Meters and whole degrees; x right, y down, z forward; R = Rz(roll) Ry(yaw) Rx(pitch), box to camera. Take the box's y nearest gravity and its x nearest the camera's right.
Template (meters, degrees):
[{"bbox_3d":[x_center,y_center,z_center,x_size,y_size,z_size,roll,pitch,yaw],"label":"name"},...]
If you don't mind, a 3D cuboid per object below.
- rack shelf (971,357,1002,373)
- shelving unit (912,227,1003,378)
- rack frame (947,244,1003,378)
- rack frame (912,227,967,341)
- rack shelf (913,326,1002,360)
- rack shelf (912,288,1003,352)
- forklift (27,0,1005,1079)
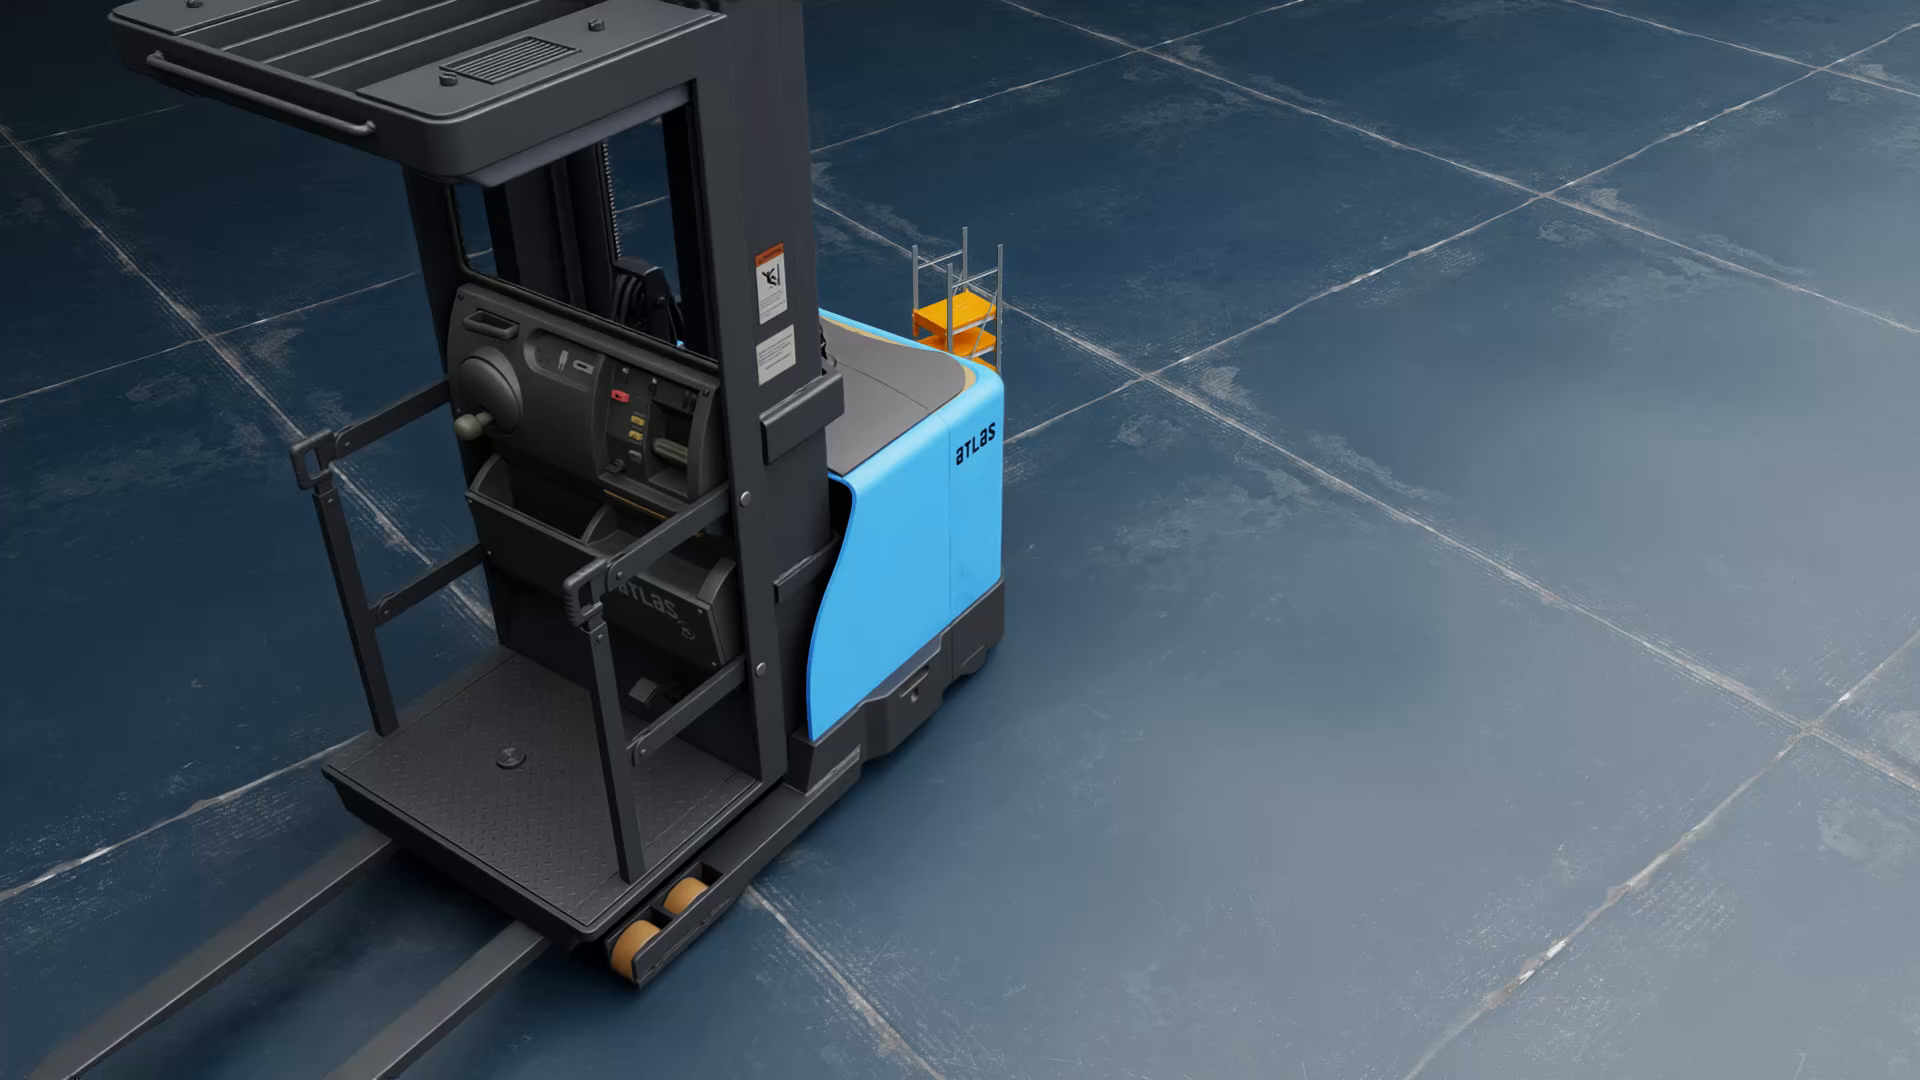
[{"bbox_3d":[-0.009,-0.558,5.869,0.258,0.103,0.180,-26,43,-32],"label":"rack shelf"},{"bbox_3d":[-0.009,-0.496,5.912,0.258,1.200,0.189,-26,43,-32],"label":"shelving unit"},{"bbox_3d":[0.050,-0.456,5.855,0.240,1.200,0.006,-26,43,-32],"label":"rack frame"},{"bbox_3d":[-0.068,-0.536,5.969,0.240,1.200,0.006,-26,43,-32],"label":"rack frame"},{"bbox_3d":[-0.009,-0.656,5.799,0.258,0.103,0.180,-26,43,-32],"label":"rack shelf"},{"bbox_3d":[-0.009,-0.754,5.730,0.258,0.103,0.180,-26,43,-32],"label":"rack shelf"},{"bbox_3d":[-1.111,-0.307,4.148,1.130,2.935,3.031,22,41,28],"label":"forklift"}]
